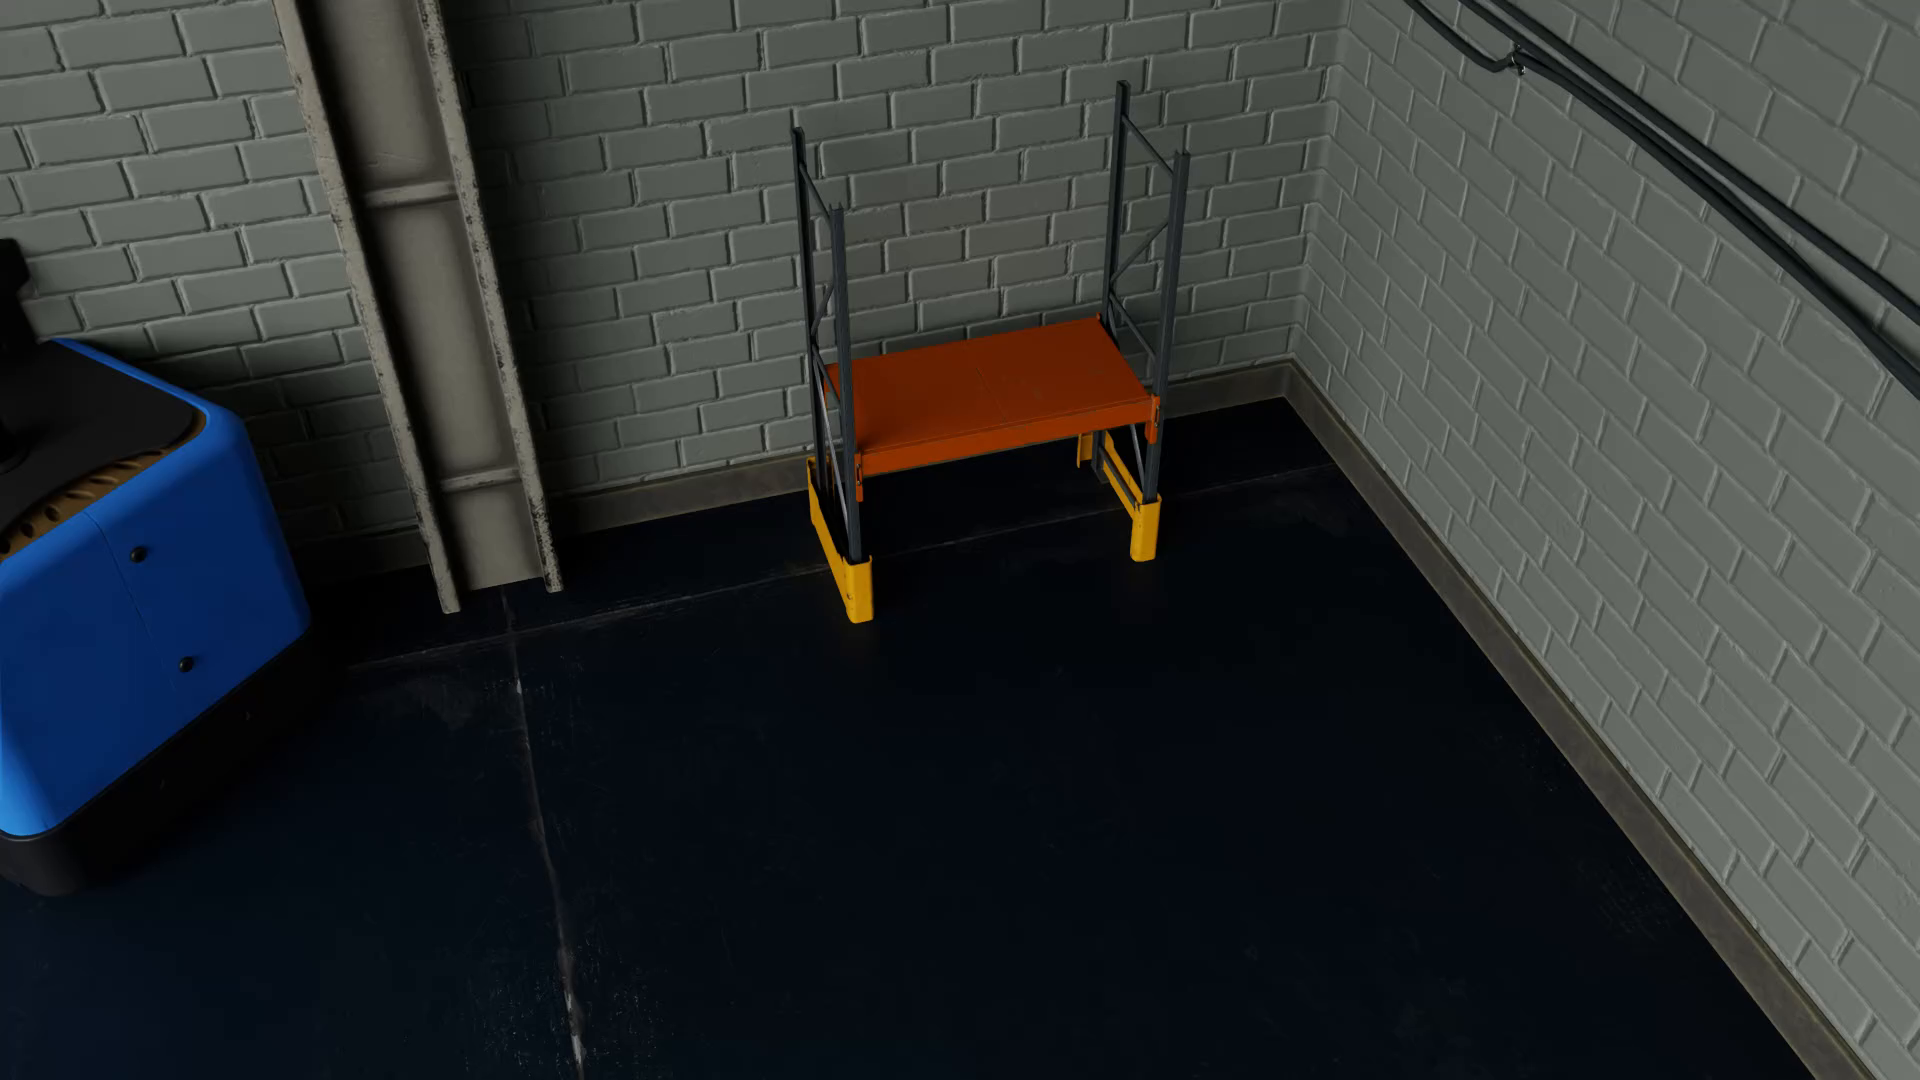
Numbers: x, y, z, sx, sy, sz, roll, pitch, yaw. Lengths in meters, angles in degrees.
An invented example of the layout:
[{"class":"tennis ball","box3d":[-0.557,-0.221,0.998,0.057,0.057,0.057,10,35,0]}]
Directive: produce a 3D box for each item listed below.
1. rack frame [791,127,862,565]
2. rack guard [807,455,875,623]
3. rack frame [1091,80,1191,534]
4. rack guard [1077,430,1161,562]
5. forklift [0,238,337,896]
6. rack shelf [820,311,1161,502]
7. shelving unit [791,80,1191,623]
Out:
[{"class":"rack frame","box3d":[-0.404,-0.481,5.161,0.032,1.500,0.500,-12,42,-13]},{"class":"rack guard","box3d":[-0.402,-0.011,5.572,0.087,0.250,0.587,-12,42,-13]},{"class":"rack frame","box3d":[0.566,-0.682,5.391,0.032,1.500,0.500,-12,42,-13]},{"class":"rack guard","box3d":[0.548,-0.208,5.798,0.087,0.250,0.587,-12,42,-13]},{"class":"forklift","box3d":[-3.458,-0.863,4.510,3.031,2.935,1.130,22,46,23]},{"class":"rack shelf","box3d":[0.081,-0.446,5.394,1.000,0.185,0.538,-12,42,-13]},{"class":"shelving unit","box3d":[0.073,-0.580,5.274,1.083,1.500,0.587,-12,42,-13]}]
